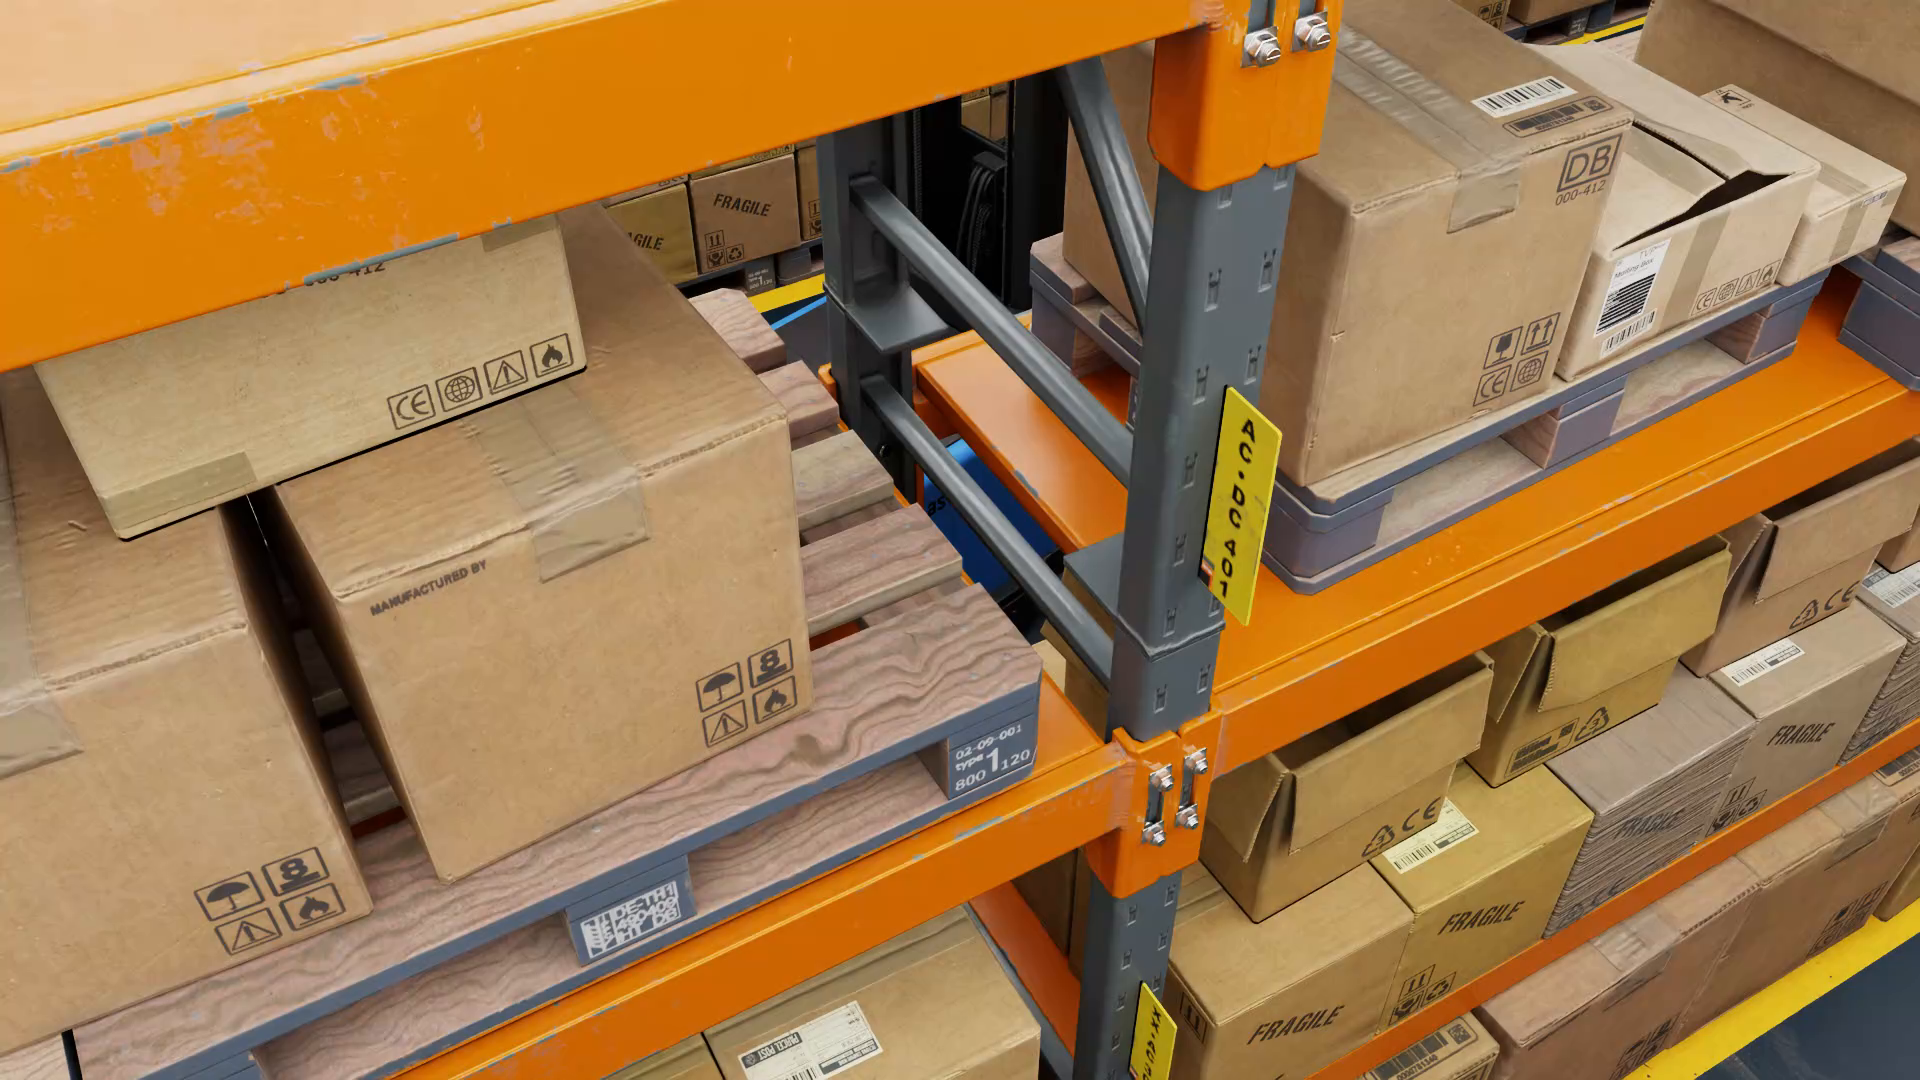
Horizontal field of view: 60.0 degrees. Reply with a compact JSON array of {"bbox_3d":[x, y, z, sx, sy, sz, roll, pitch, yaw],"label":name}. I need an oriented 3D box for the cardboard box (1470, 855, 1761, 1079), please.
[{"bbox_3d":[1.385,0.988,4.803,0.875,0.875,1.225,-23,49,-22],"label":"cardboard box"}]

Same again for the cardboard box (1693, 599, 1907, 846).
[{"bbox_3d":[1.904,0.345,4.169,0.500,0.500,0.500,-21,48,-20],"label":"cardboard box"}]

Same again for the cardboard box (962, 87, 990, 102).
[{"bbox_3d":[-0.193,-2.276,7.896,0.500,0.250,0.500,-21,48,-20],"label":"cardboard box"}]

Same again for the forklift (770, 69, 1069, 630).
[{"bbox_3d":[0.450,-1.352,6.039,3.031,2.935,1.130,-34,53,-30],"label":"forklift"}]

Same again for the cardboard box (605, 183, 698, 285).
[{"bbox_3d":[-1.545,-1.460,7.593,0.500,0.500,0.500,-20,48,-19],"label":"cardboard box"}]

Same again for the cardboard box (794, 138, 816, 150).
[{"bbox_3d":[-0.641,-2.090,7.704,0.500,0.250,0.500,-20,48,-19],"label":"cardboard box"}]

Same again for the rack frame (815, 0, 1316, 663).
[{"bbox_3d":[0.065,-1.232,1.558,0.127,3.000,1.000,-22,48,-21],"label":"rack frame"}]

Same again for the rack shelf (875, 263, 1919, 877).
[{"bbox_3d":[1.799,-0.592,3.569,4.000,0.370,1.077,-22,48,-21],"label":"rack shelf"}]

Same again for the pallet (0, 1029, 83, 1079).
[{"bbox_3d":[-1.706,0.574,1.915,1.213,0.211,1.003,-22,48,-21],"label":"pallet"}]

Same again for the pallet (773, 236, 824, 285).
[{"bbox_3d":[-0.585,-1.806,8.459,1.213,0.211,1.003,-22,48,-21],"label":"pallet"}]

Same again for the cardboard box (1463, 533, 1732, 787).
[{"bbox_3d":[1.216,0.067,3.735,0.637,0.503,0.797,-21,48,-21],"label":"cardboard box"}]

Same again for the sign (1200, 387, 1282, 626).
[{"bbox_3d":[0.343,-0.035,2.051,0.005,0.325,0.100,-22,48,-21],"label":"sign"}]

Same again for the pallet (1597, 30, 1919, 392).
[{"bbox_3d":[2.033,-0.831,3.434,1.213,0.211,1.003,-20,47,-19],"label":"pallet"}]

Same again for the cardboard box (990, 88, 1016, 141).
[{"bbox_3d":[0.258,-2.187,8.343,0.500,0.500,0.500,-20,48,-19],"label":"cardboard box"}]

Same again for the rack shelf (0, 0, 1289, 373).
[{"bbox_3d":[-1.669,-0.137,1.233,4.000,0.370,1.077,-22,48,-21],"label":"rack shelf"}]

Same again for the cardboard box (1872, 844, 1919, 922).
[{"bbox_3d":[2.925,0.371,5.438,0.875,0.875,1.225,-24,49,-23],"label":"cardboard box"}]

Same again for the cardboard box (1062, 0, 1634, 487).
[{"bbox_3d":[0.563,-0.550,2.636,0.500,0.500,0.700,-21,48,-20],"label":"cardboard box"}]

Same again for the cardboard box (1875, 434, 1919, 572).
[{"bbox_3d":[2.325,-0.395,4.211,0.637,0.503,0.797,-21,48,-20],"label":"cardboard box"}]

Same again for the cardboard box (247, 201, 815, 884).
[{"bbox_3d":[-0.583,-0.071,2.070,0.500,0.500,0.700,-25,49,-23],"label":"cardboard box"}]

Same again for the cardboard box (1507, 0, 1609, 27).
[{"bbox_3d":[3.287,-3.627,9.647,0.750,0.750,1.050,-22,48,-21],"label":"cardboard box"}]

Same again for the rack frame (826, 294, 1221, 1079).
[{"bbox_3d":[0.065,0.921,3.648,0.127,3.000,1.000,-22,48,-21],"label":"rack frame"}]

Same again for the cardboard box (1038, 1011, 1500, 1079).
[{"bbox_3d":[0.610,1.298,4.483,0.875,0.875,1.225,-22,48,-21],"label":"cardboard box"}]

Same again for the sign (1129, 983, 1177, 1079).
[{"bbox_3d":[0.343,0.916,2.974,0.005,0.325,0.100,-22,48,-21],"label":"sign"}]

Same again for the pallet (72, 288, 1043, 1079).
[{"bbox_3d":[-0.649,0.153,2.348,1.213,0.211,1.003,-22,48,-21],"label":"pallet"}]

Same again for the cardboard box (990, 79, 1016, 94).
[{"bbox_3d":[0.255,-2.443,8.068,0.500,0.250,0.500,-21,48,-20],"label":"cardboard box"}]

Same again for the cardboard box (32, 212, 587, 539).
[{"bbox_3d":[-0.753,-0.325,1.794,0.500,0.250,0.500,-25,49,-23],"label":"cardboard box"}]

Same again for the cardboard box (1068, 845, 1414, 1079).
[{"bbox_3d":[0.589,0.876,3.622,0.500,0.500,0.500,-22,48,-21],"label":"cardboard box"}]

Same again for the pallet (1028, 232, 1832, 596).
[{"bbox_3d":[0.836,-0.435,3.028,1.217,0.209,0.805,-24,49,-22],"label":"pallet"}]

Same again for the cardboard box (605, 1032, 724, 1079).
[{"bbox_3d":[-0.637,1.091,2.828,0.500,0.500,0.500,-21,48,-21],"label":"cardboard box"}]

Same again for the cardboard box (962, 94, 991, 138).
[{"bbox_3d":[-0.193,-1.994,8.144,0.500,0.500,0.500,-24,49,-23],"label":"cardboard box"}]

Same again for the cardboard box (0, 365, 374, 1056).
[{"bbox_3d":[-1.052,0.113,1.880,0.500,0.500,0.700,-19,47,-19],"label":"cardboard box"}]

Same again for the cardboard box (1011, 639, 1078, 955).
[{"bbox_3d":[0.335,0.557,3.950,0.500,0.500,0.500,-22,48,-21],"label":"cardboard box"}]

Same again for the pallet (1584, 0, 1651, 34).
[{"bbox_3d":[3.987,-3.571,10.278,1.213,0.211,1.003,-22,48,-21],"label":"pallet"}]

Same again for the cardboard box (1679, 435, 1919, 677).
[{"bbox_3d":[1.747,-0.158,3.967,0.637,0.503,0.797,-20,48,-20],"label":"cardboard box"}]

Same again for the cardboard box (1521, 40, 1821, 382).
[{"bbox_3d":[1.061,-0.601,2.824,0.500,0.311,0.500,-23,49,-22],"label":"cardboard box"}]

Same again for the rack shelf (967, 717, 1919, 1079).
[{"bbox_3d":[1.799,0.485,4.613,4.000,0.370,1.077,-22,48,-21],"label":"rack shelf"}]

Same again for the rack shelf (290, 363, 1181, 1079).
[{"bbox_3d":[-1.669,0.796,2.139,4.000,0.370,1.077,-22,48,-21],"label":"rack shelf"}]

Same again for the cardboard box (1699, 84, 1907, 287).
[{"bbox_3d":[1.431,-0.642,2.983,0.250,0.149,0.380,-24,49,-23],"label":"cardboard box"}]

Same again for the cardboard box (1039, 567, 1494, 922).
[{"bbox_3d":[0.615,0.298,3.497,0.637,0.503,0.797,-23,49,-22],"label":"cardboard box"}]

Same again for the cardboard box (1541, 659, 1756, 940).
[{"bbox_3d":[1.458,0.528,3.981,0.500,0.500,0.500,-23,49,-22],"label":"cardboard box"}]

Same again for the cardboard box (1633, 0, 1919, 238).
[{"bbox_3d":[1.773,-1.010,3.107,0.637,0.503,0.797,-22,48,-21],"label":"cardboard box"}]

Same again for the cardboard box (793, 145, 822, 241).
[{"bbox_3d":[-0.640,-1.834,7.979,0.500,0.500,0.500,-21,48,-20],"label":"cardboard box"}]

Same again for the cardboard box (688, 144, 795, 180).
[{"bbox_3d":[-1.085,-1.916,7.525,0.500,0.250,0.500,-21,48,-20],"label":"cardboard box"}]

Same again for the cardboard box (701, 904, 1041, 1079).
[{"bbox_3d":[-0.200,0.919,3.004,0.500,0.500,0.500,-20,48,-20],"label":"cardboard box"}]

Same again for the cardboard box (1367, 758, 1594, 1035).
[{"bbox_3d":[1.024,0.701,3.802,0.500,0.500,0.500,-22,48,-21],"label":"cardboard box"}]

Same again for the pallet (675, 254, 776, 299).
[{"bbox_3d":[-1.644,-1.380,8.020,1.213,0.211,1.003,-22,48,-21],"label":"pallet"}]

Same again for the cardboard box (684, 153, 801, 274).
[{"bbox_3d":[-1.087,-1.644,7.784,0.500,0.500,0.500,-20,48,-19],"label":"cardboard box"}]

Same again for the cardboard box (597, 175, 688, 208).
[{"bbox_3d":[-1.546,-1.729,7.333,0.500,0.250,0.500,-24,49,-23],"label":"cardboard box"}]

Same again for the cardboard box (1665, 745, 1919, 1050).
[{"bbox_3d":[2.148,0.676,5.124,0.875,0.875,1.225,-22,48,-21],"label":"cardboard box"}]

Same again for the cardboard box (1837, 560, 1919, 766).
[{"bbox_3d":[2.345,0.169,4.350,0.500,0.500,0.500,-23,49,-22],"label":"cardboard box"}]

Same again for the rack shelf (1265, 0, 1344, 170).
[{"bbox_3d":[1.799,-1.525,2.663,4.000,0.370,1.077,-22,48,-21],"label":"rack shelf"}]

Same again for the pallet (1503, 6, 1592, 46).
[{"bbox_3d":[2.928,-3.145,9.839,1.213,0.211,1.003,-22,48,-21],"label":"pallet"}]

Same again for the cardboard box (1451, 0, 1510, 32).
[{"bbox_3d":[2.479,-3.303,9.314,0.750,0.750,1.050,-21,48,-20],"label":"cardboard box"}]
